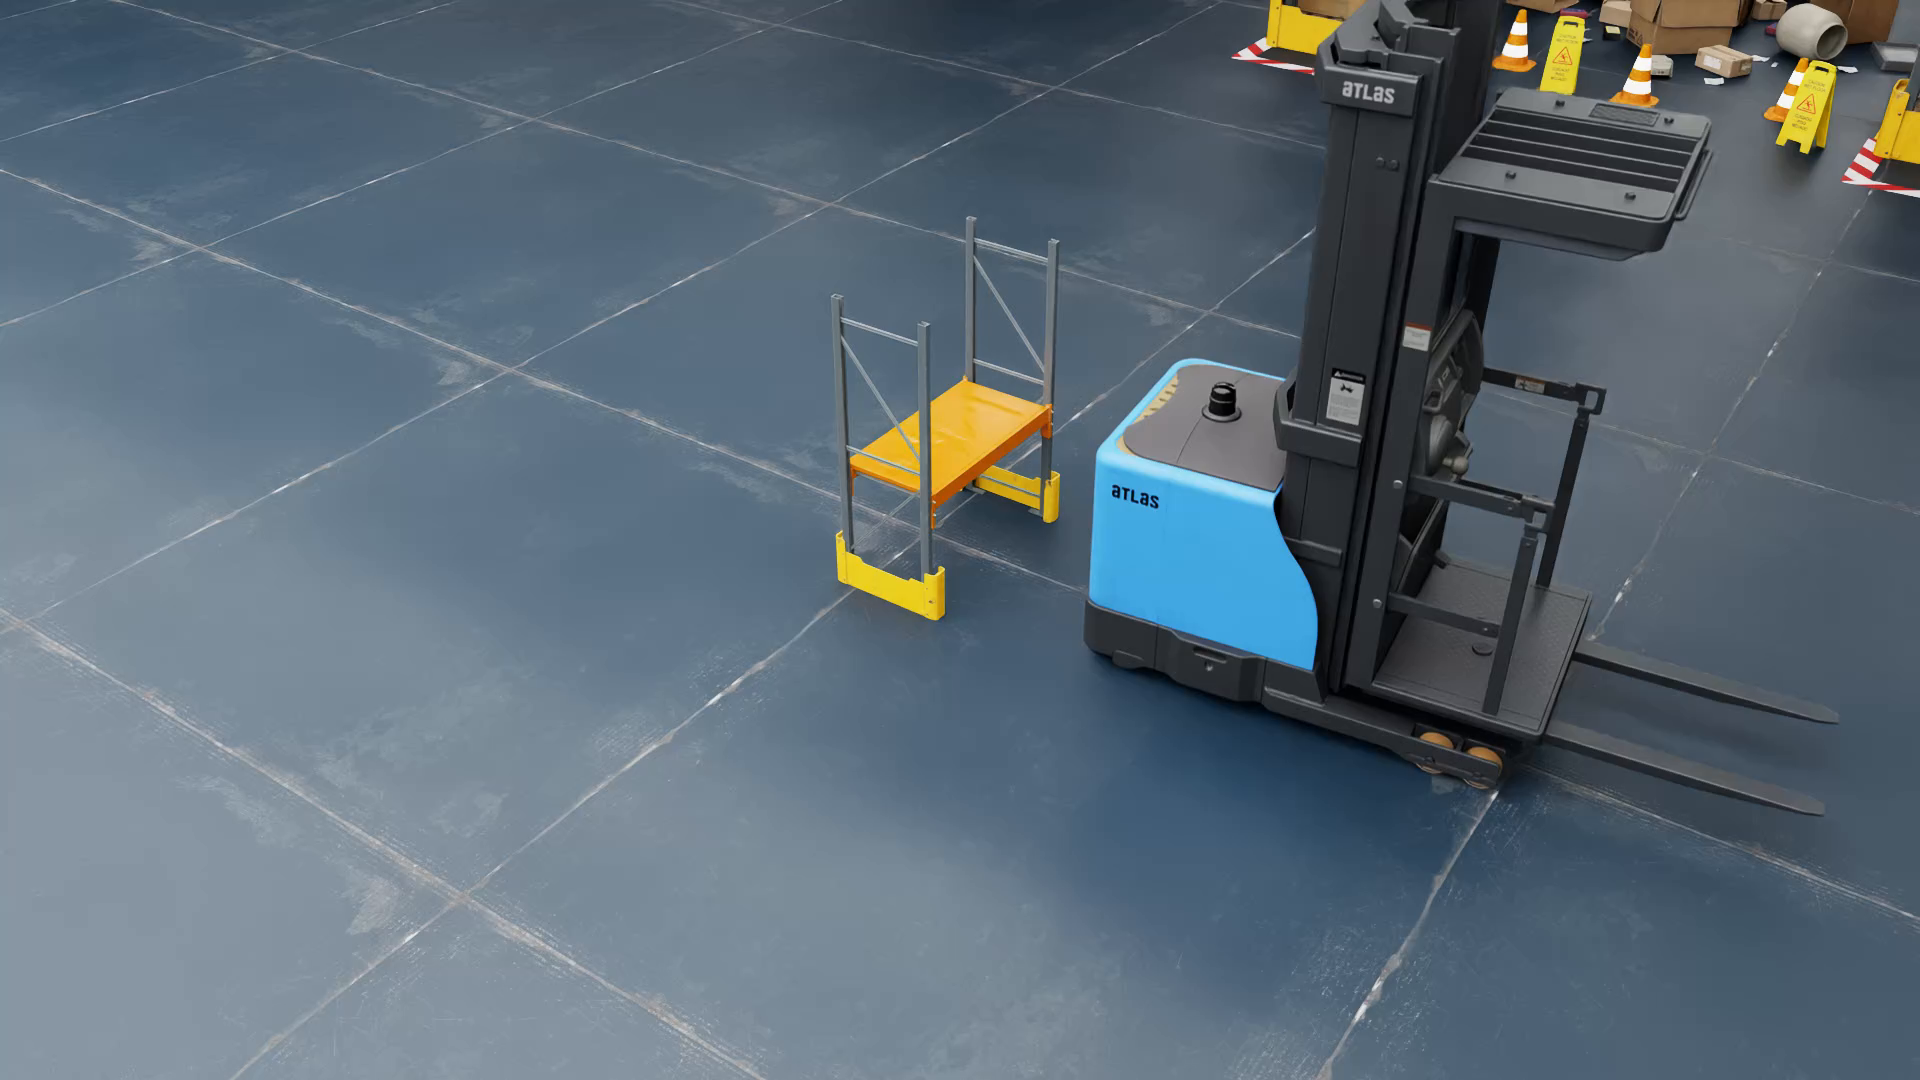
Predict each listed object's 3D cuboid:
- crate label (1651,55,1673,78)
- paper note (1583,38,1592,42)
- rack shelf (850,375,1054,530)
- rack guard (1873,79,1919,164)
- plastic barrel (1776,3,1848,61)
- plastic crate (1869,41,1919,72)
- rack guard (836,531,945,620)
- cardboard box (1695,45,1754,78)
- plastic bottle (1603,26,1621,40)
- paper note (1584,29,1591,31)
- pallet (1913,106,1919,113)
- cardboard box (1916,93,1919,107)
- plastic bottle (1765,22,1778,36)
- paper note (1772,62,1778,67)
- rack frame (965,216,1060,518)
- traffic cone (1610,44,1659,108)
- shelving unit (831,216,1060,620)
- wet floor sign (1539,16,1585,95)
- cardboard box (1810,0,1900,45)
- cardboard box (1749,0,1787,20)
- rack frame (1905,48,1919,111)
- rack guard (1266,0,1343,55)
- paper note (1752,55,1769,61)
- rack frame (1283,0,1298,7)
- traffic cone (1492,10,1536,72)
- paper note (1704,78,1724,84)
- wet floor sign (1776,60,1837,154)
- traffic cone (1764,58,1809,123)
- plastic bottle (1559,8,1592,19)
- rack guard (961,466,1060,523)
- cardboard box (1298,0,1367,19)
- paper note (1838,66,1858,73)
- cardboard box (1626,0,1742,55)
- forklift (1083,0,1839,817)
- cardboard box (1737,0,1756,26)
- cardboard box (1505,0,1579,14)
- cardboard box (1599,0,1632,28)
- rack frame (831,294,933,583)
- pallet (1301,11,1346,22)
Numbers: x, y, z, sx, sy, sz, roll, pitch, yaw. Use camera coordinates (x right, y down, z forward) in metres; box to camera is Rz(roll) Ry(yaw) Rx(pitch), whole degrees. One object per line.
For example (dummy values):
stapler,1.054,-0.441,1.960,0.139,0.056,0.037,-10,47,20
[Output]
crate label,5.883,-4.005,14.049,0.250,0.136,0.298,3,34,4
paper note,5.547,-4.465,14.827,0.142,0.017,0.144,-22,40,-29
rack shelf,-0.049,-0.433,7.873,0.538,0.185,1.000,21,39,28
rack guard,7.450,-3.000,12.240,1.175,0.500,0.348,21,39,28
plastic barrel,7.340,-4.368,14.331,0.421,0.421,0.512,-9,35,-13
plastic crate,8.118,-4.172,14.347,0.402,0.080,0.583,8,35,12
rack guard,-0.327,0.161,7.789,0.587,0.250,0.087,21,39,28
cardboard box,6.494,-4.068,14.133,0.250,0.149,0.380,-15,37,-21
plastic bottle,5.857,-4.568,14.950,0.133,0.061,0.283,8,35,12
paper note,5.663,-4.627,15.083,0.123,0.001,0.032,-15,37,-21
pallet,7.942,-3.243,12.857,1.003,0.211,1.213,21,39,28
cardboard box,7.660,-3.505,12.834,0.500,0.250,0.500,21,39,28
plastic bottle,7.410,-4.629,15.041,0.133,0.061,0.283,29,44,36
paper note,6.995,-4.081,14.276,0.032,0.001,0.123,21,39,28
rack frame,0.241,-0.816,8.118,0.500,1.500,0.032,21,39,28
traffic cone,5.486,-3.758,13.394,0.336,0.463,0.334,21,39,28
shelving unit,-0.043,-0.586,7.778,0.587,1.500,1.083,21,39,28
wet floor sign,4.892,-3.914,13.462,0.267,0.644,0.232,14,37,20
cardboard box,7.958,-4.749,14.823,0.500,0.500,0.500,-9,35,-13
cardboard box,7.459,-5.020,15.436,0.258,0.266,0.396,-3,34,-4
rack frame,7.406,-4.001,11.488,1.000,3.000,0.127,21,39,28
rack guard,3.268,-4.489,14.441,1.175,0.500,0.348,21,39,28
paper note,6.918,-4.180,14.414,0.142,0.019,0.148,-22,40,-29
rack frame,3.282,-5.535,13.758,1.000,3.000,0.127,21,39,28
traffic cone,4.751,-4.275,14.159,0.336,0.463,0.334,21,39,28
paper note,6.310,-3.842,13.904,0.148,0.019,0.142,8,35,12
wet floor sign,6.419,-3.280,12.524,0.232,0.644,0.267,-22,40,-29
traffic cone,6.592,-3.560,13.101,0.336,0.463,0.334,21,39,28
plastic bottle,5.705,-4.876,15.405,0.283,0.061,0.133,8,35,12
rack guard,0.240,-0.298,8.467,0.587,0.250,0.087,21,39,28
cardboard box,3.614,-5.162,14.728,0.875,0.875,0.875,21,40,28
paper note,7.563,-4.013,14.156,0.142,0.019,0.148,8,35,12
cardboard box,6.328,-4.584,14.579,0.797,0.503,0.637,-3,34,-4
forklift,2.100,-0.547,6.442,3.031,2.935,1.130,17,37,23
cardboard box,6.854,-5.073,15.181,0.797,0.637,0.503,21,39,28
cardboard box,5.521,-5.300,15.638,0.500,0.500,0.500,29,44,36
cardboard box,6.096,-4.864,15.206,0.396,0.266,0.258,29,44,36
rack frame,-0.338,-0.348,7.426,0.500,1.500,0.032,21,39,28
pallet,3.674,-4.773,15.120,1.003,0.211,1.213,21,39,28
